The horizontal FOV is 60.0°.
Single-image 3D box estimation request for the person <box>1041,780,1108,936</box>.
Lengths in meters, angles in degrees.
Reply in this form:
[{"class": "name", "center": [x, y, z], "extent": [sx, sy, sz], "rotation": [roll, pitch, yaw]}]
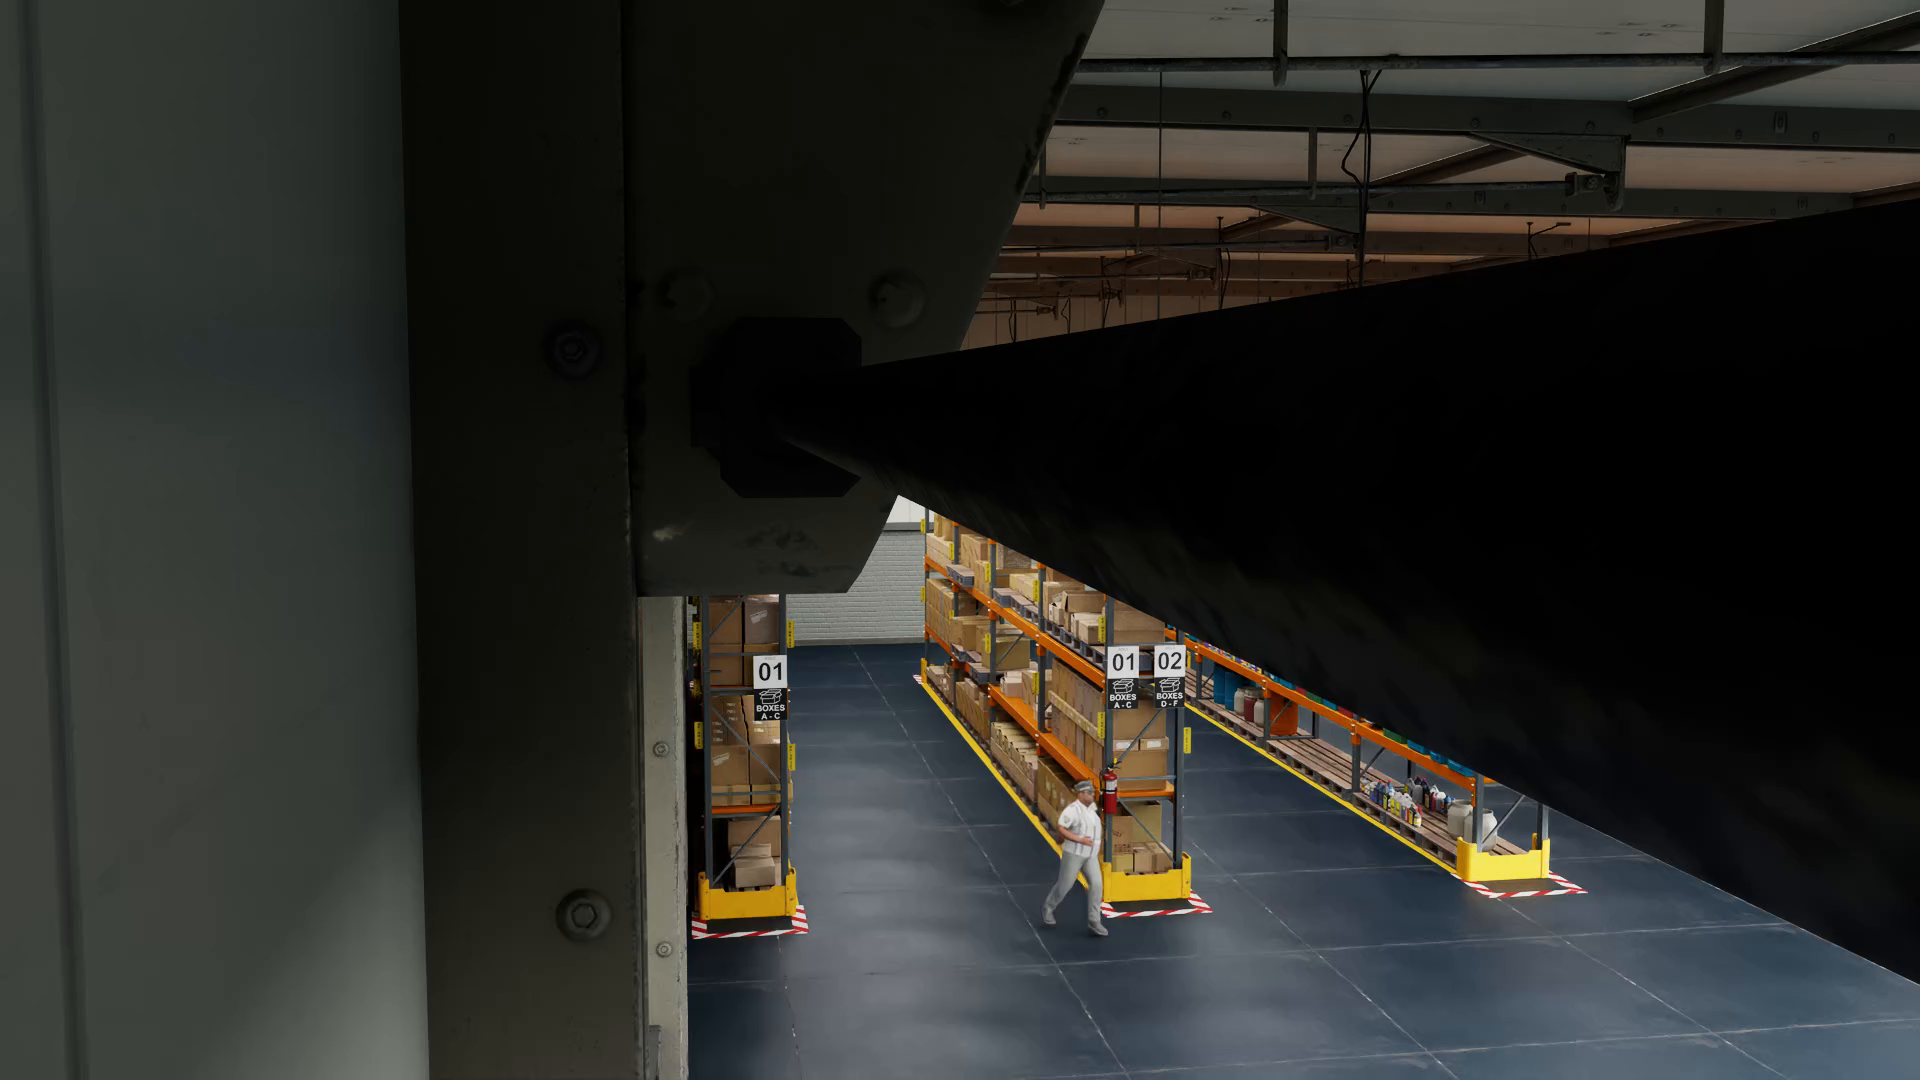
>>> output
[{"class": "person", "center": [1.474, 3.698, 19.620], "extent": [0.732, 1.732, 0.965], "rotation": [-4, 6, -35]}]
